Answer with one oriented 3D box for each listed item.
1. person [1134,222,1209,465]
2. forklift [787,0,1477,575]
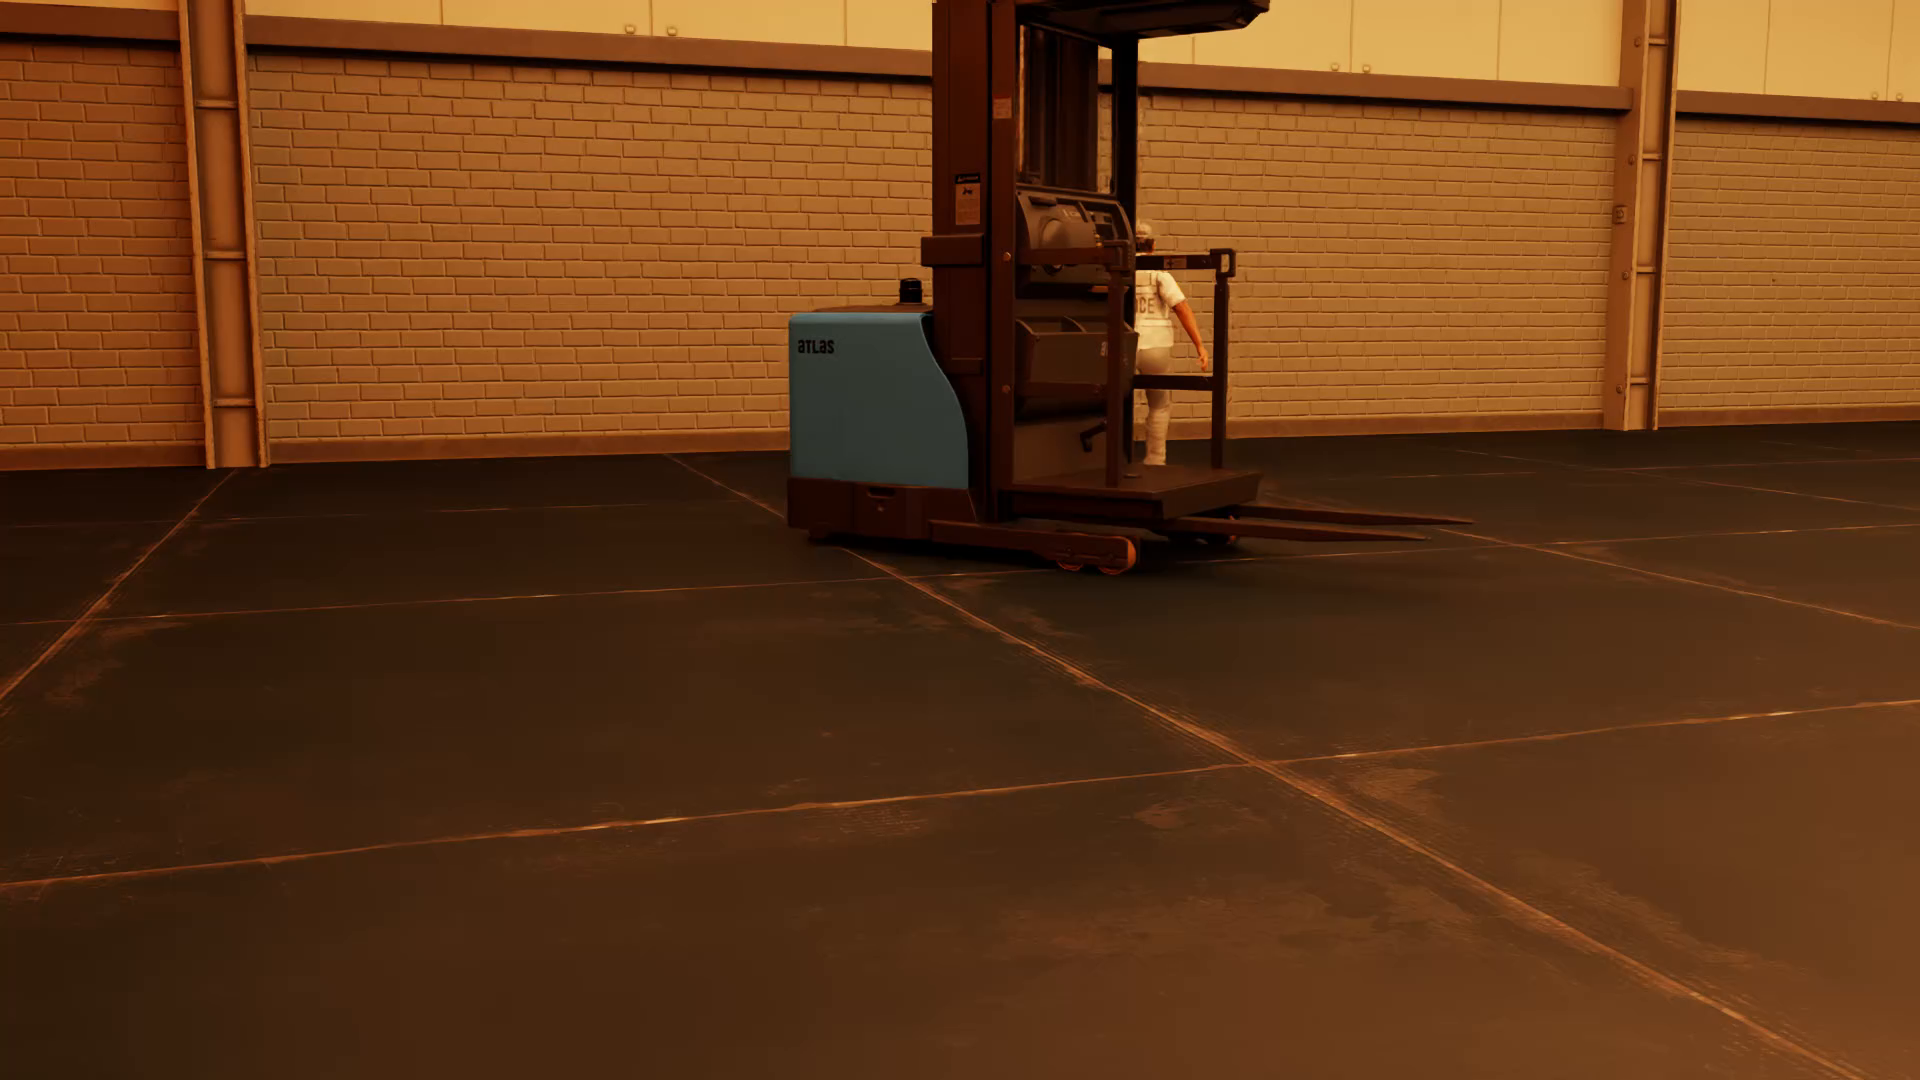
[{"bbox_3d":[1.145,-1.157,10.424,0.884,1.644,0.728,2,8,18],"label":"person"},{"bbox_3d":[0.691,-1.387,7.247,3.031,2.935,1.130,5,9,34],"label":"forklift"}]
